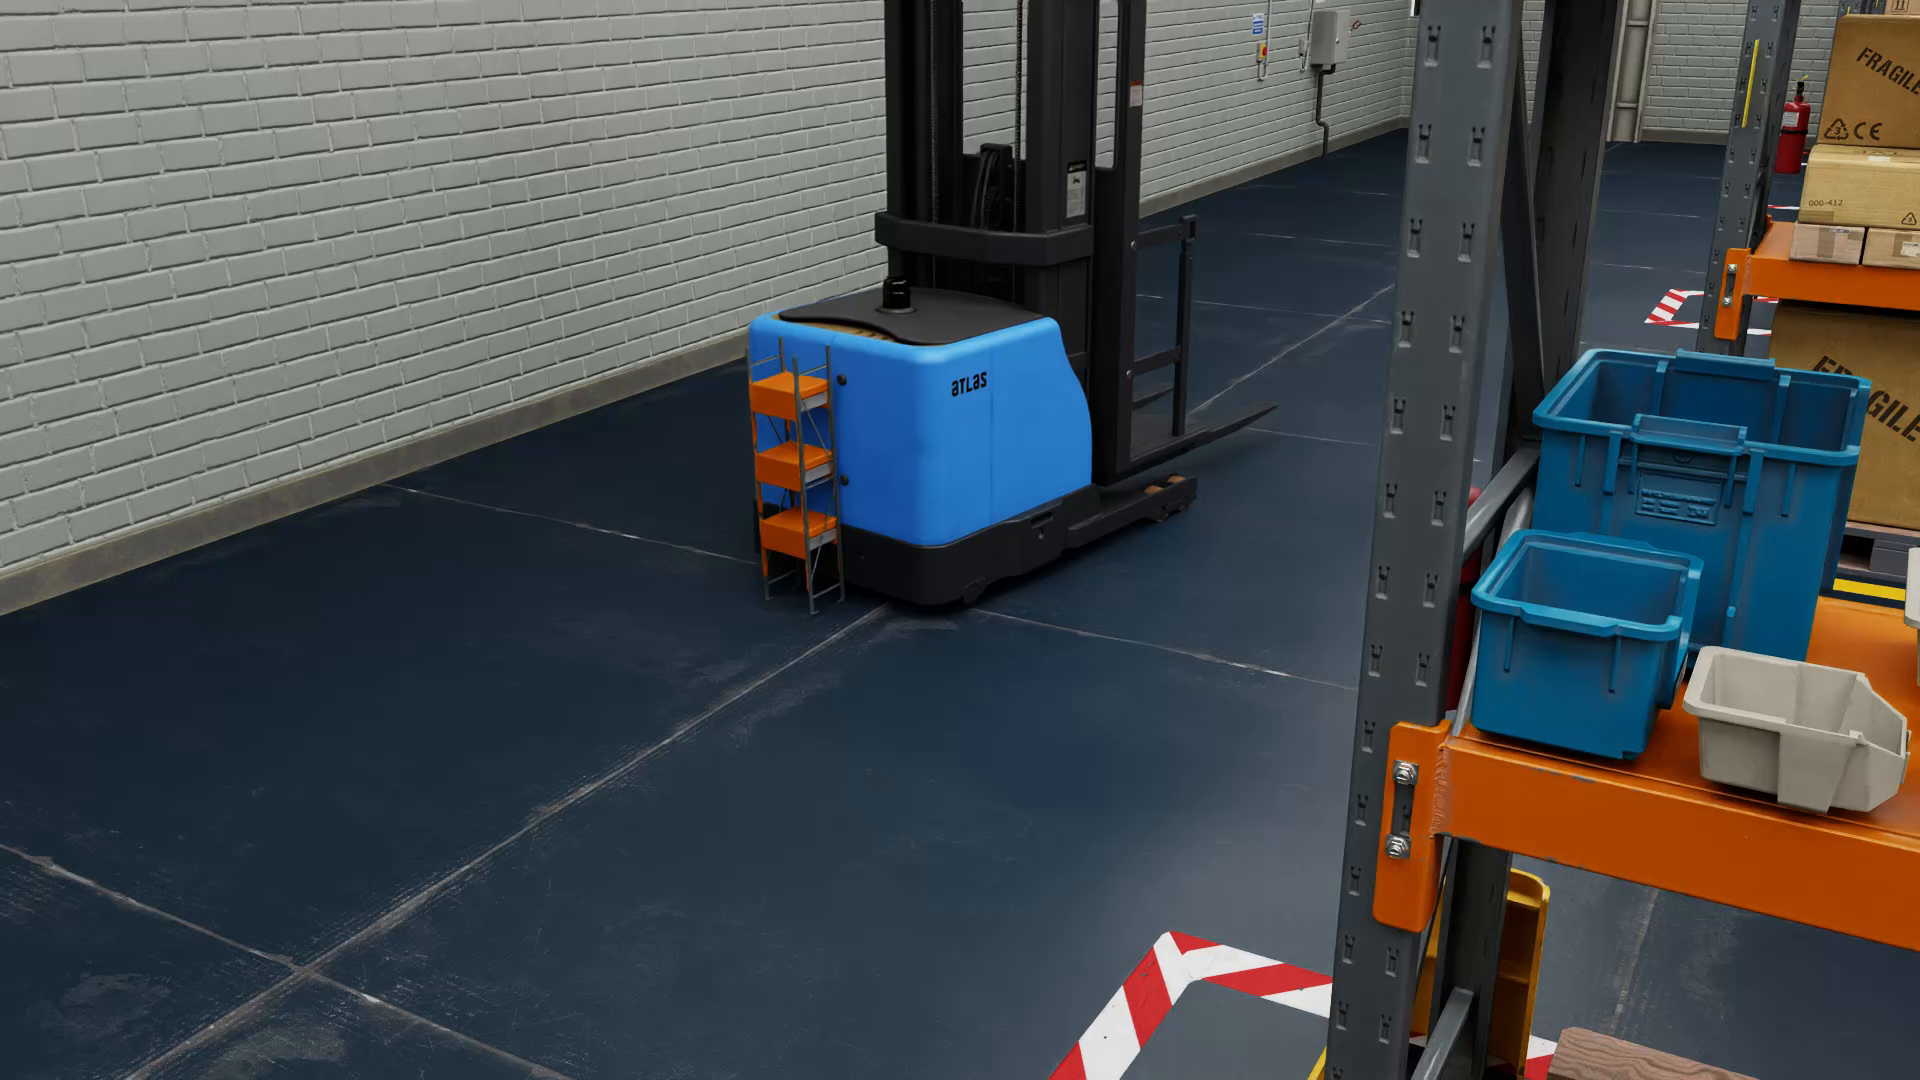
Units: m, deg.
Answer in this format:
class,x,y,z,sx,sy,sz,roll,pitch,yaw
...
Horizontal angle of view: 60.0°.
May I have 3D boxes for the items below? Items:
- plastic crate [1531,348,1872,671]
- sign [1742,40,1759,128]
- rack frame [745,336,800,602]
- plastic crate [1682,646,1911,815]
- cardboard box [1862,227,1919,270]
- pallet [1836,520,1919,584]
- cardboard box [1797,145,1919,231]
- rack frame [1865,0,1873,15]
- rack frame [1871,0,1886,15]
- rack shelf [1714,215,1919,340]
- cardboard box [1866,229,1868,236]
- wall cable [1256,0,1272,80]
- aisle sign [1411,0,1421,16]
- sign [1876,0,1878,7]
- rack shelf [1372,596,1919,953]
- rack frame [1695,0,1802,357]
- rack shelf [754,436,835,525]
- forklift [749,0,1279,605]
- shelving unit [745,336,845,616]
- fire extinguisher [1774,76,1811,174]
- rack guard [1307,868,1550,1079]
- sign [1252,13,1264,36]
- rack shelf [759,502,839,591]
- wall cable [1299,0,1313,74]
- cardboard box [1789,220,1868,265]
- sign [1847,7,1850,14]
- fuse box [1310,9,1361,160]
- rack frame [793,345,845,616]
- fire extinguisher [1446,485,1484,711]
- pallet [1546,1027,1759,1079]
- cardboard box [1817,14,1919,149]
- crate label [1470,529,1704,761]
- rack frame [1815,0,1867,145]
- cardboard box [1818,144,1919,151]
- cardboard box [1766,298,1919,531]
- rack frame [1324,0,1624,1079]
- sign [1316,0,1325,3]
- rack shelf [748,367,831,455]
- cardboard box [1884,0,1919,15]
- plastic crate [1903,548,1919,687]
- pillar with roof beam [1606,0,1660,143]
class,x,y,z,sx,sy,sz,roll,pitch,yaw
plastic crate,1.326,-0.068,3.015,0.499,0.435,0.616,11,23,27
sign,3.082,-1.778,6.482,0.005,0.325,0.100,11,23,27
rack frame,-0.734,-0.271,6.559,0.008,1.050,0.200,15,27,35
plastic crate,1.237,0.289,2.468,0.298,0.136,0.250,11,23,27
cardboard box,3.732,-1.180,6.589,0.250,0.149,0.380,10,22,27
pallet,4.094,-0.078,7.269,1.213,0.211,1.003,11,23,27
cardboard box,3.645,-1.407,6.629,0.500,0.250,0.500,10,22,26
rack frame,8.191,-4.448,15.229,0.127,3.000,1.000,11,23,27
rack frame,10.608,-5.927,19.305,0.127,3.000,1.000,11,23,27
rack shelf,5.104,-0.827,6.302,4.000,0.370,1.077,11,23,27
cardboard box,3.829,-1.419,7.246,0.250,0.149,0.380,11,23,28
wall cable,3.257,-5.871,17.617,0.123,1.953,0.585,11,23,27
aisle sign,0.735,-1.169,2.377,0.004,0.787,0.394,11,23,27
sign,10.344,-6.172,18.712,0.005,0.325,0.100,11,23,27
rack shelf,2.688,0.647,2.237,4.000,0.370,1.077,11,23,27
rack frame,3.358,-1.498,7.096,0.127,3.000,1.000,11,23,27
rack shelf,-0.637,-0.236,6.493,0.240,0.259,0.215,15,27,35
forklift,0.452,-1.555,7.353,1.130,2.935,3.031,16,25,36
shelving unit,-0.638,-0.246,6.489,0.252,1.050,0.215,15,27,35
fire extinguisher,5.870,-2.925,11.691,0.183,0.674,0.296,11,23,27
rack guard,0.915,1.151,3.458,0.348,0.500,1.175,11,23,27
sign,3.180,-5.502,17.738,0.001,0.218,0.327,11,23,27
rack shelf,-0.629,0.022,6.597,0.240,0.259,0.215,15,27,35
wall cable,3.938,-6.281,18.791,0.122,1.984,0.588,11,23,27
cardboard box,3.507,-1.223,6.705,0.250,0.149,0.380,11,23,28
sign,5.600,-3.203,10.527,0.005,0.325,0.100,11,23,27
fuse box,4.409,-5.374,19.672,0.414,1.711,0.539,11,23,27
rack frame,-0.541,-0.220,6.418,0.008,1.050,0.200,15,27,35
fire extinguisher,1.032,0.028,3.550,0.183,0.674,0.296,11,23,27
pallet,1.643,1.436,3.097,1.213,0.211,1.003,11,23,27
cardboard box,3.911,-1.917,6.935,0.500,0.500,0.500,11,23,28
crate label,0.997,0.166,2.666,0.303,0.233,0.416,11,23,27
rack frame,5.865,-2.958,11.120,0.127,3.000,1.000,11,23,27
cardboard box,3.910,-1.566,7.067,0.500,0.250,0.500,10,22,26
cardboard box,3.956,-0.614,7.159,0.875,0.875,0.875,11,23,27
rack frame,0.942,-0.024,3.031,0.127,3.000,1.000,11,23,27
sign,4.201,-6.386,19.361,0.001,0.242,0.339,11,23,27
rack shelf,-0.645,-0.499,6.387,0.240,0.259,0.215,15,27,35
cardboard box,6.127,-3.461,10.459,0.500,0.500,0.500,11,22,27
plastic crate,1.743,0.154,2.841,0.243,0.136,0.396,11,23,27
pillar with roof beam,6.594,-8.182,16.724,0.400,9.000,9.100,11,23,27
